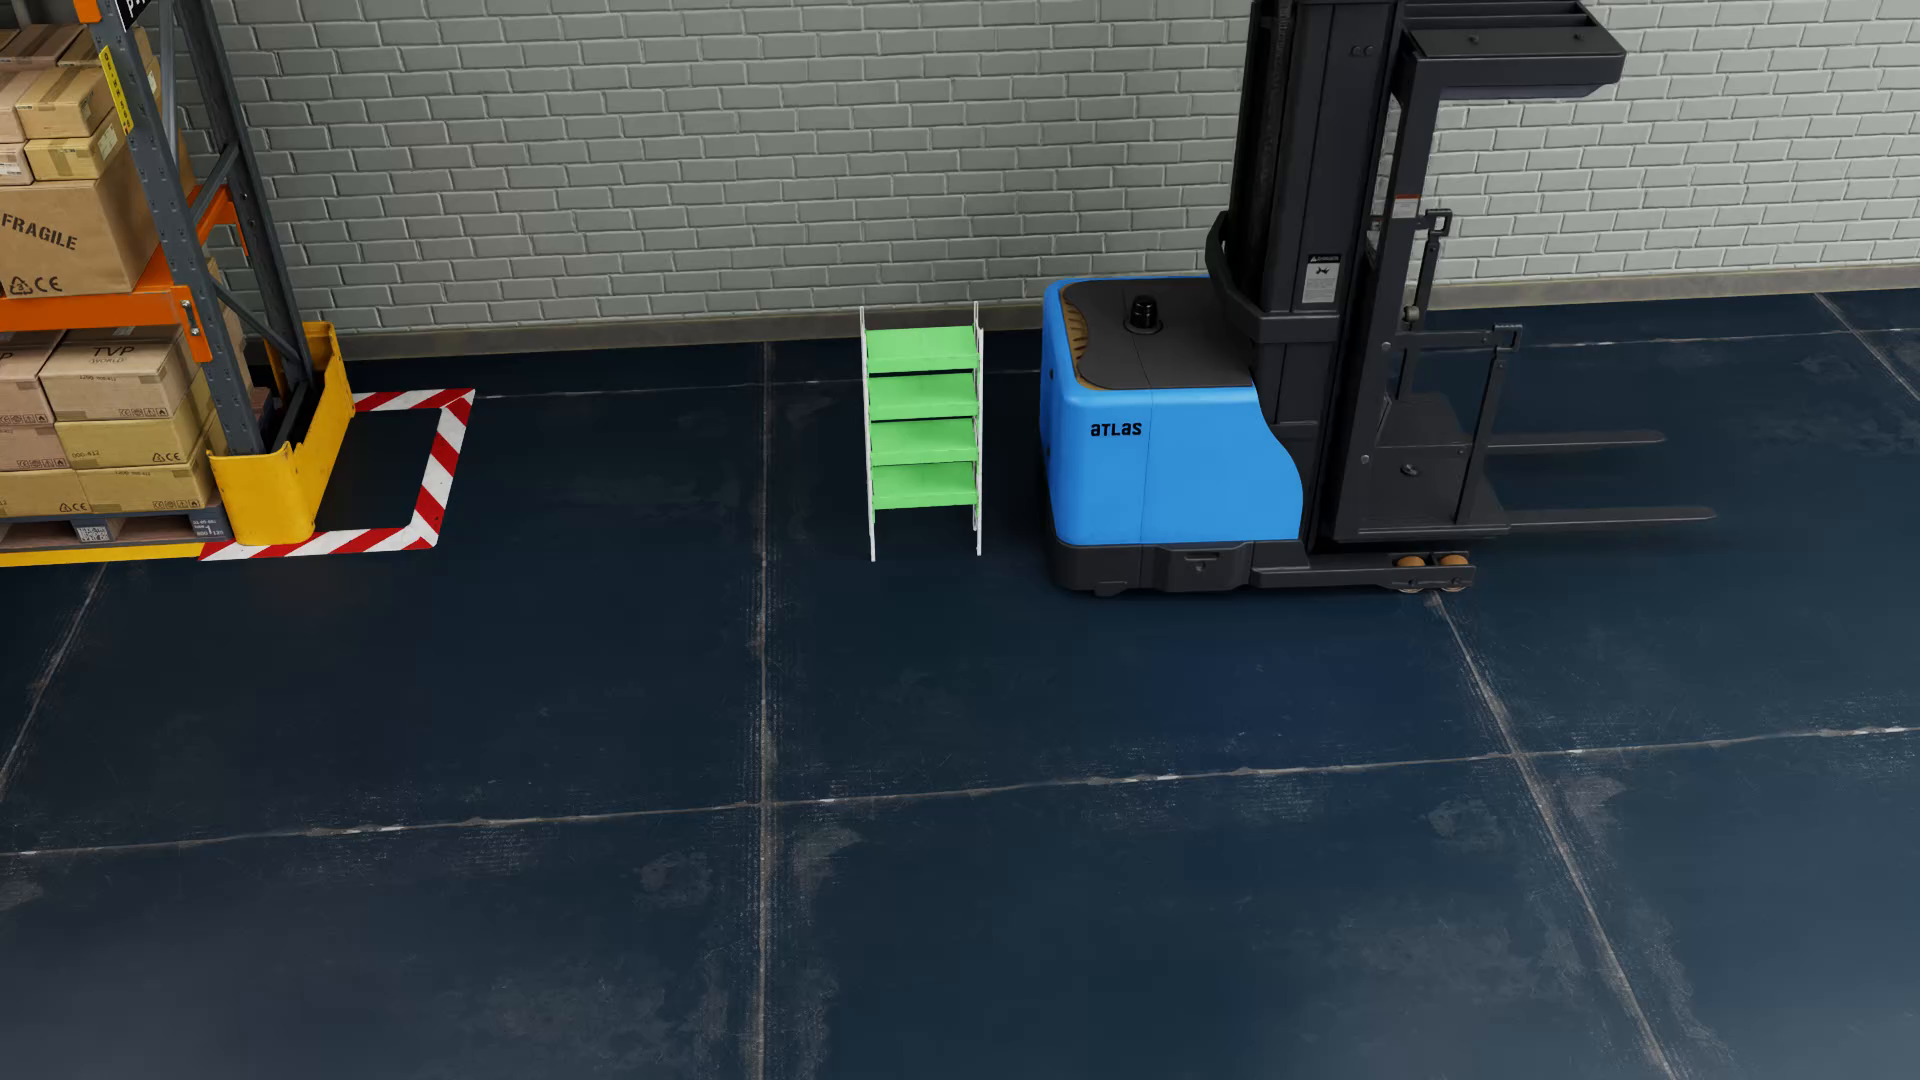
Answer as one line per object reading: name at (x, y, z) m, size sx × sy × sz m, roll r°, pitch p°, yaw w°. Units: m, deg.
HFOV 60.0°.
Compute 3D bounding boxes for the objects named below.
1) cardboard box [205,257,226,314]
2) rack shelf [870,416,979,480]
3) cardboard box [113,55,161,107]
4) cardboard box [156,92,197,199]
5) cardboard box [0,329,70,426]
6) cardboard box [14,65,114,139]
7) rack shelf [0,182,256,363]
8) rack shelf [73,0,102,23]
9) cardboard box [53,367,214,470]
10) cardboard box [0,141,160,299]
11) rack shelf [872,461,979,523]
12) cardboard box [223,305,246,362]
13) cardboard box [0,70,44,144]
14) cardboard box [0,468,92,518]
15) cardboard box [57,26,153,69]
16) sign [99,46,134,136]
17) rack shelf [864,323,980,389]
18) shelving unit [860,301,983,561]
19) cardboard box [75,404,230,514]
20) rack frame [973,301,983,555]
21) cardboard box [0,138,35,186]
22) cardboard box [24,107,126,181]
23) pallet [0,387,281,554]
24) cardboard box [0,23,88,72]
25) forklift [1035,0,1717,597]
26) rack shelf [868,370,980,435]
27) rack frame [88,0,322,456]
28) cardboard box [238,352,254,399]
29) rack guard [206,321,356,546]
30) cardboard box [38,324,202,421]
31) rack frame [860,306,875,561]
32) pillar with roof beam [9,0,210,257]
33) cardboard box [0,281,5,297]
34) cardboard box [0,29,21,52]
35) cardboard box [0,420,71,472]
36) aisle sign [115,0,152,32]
cardboard box at (-3.769, -1.082, 7.773) m, size 0.500 × 0.250 × 0.500 m, roll -4°, pitch 38°, yaw -5°
rack shelf at (-0.165, -0.412, 7.406) m, size 0.480 × 0.148 × 0.258 m, roll -3°, pitch 38°, yaw -4°
cardboard box at (-3.634, -1.949, 7.194) m, size 0.250 × 0.149 × 0.380 m, roll -4°, pitch 38°, yaw -5°
cardboard box at (-3.792, -1.697, 7.399) m, size 0.500 × 0.500 × 0.500 m, roll -2°, pitch 38°, yaw -3°
cardboard box at (-4.213, -0.742, 7.343) m, size 0.500 × 0.250 × 0.500 m, roll -2°, pitch 38°, yaw -3°
cardboard box at (-3.612, -1.775, 6.733) m, size 0.250 × 0.149 × 0.380 m, roll -3°, pitch 38°, yaw -4°
rack shelf at (-5.266, -1.122, 7.331) m, size 4.000 × 0.370 × 1.077 m, roll -3°, pitch 38°, yaw -4°
rack shelf at (-5.266, -2.299, 6.402) m, size 4.000 × 0.370 × 1.077 m, roll -3°, pitch 38°, yaw -4°
cardboard box at (-3.731, -0.576, 7.535) m, size 0.500 × 0.250 × 0.500 m, roll -4°, pitch 38°, yaw -5°
cardboard box at (-3.740, -1.364, 6.976) m, size 0.500 × 0.500 × 0.500 m, roll -4°, pitch 38°, yaw -5°
rack shelf at (-0.165, -0.223, 7.555) m, size 0.480 × 0.148 × 0.258 m, roll -3°, pitch 38°, yaw -4°
cardboard box at (-3.760, -0.898, 7.943) m, size 0.500 × 0.250 × 0.500 m, roll -2°, pitch 38°, yaw -3°
cardboard box at (-3.855, -1.742, 6.692) m, size 0.250 × 0.149 × 0.380 m, roll -3°, pitch 38°, yaw -4°
cardboard box at (-4.210, -0.357, 7.662) m, size 0.500 × 0.250 × 0.500 m, roll -3°, pitch 38°, yaw -4°
cardboard box at (-3.627, -2.038, 7.067) m, size 0.250 × 0.149 × 0.380 m, roll -4°, pitch 38°, yaw -5°
sign at (-3.239, -1.726, 6.390) m, size 0.005 × 0.325 × 0.100 m, roll -3°, pitch 38°, yaw -4°
rack shelf at (-0.165, -0.789, 7.109) m, size 0.480 × 0.148 × 0.258 m, roll -3°, pitch 38°, yaw -4°
shelving unit at (-0.165, -0.462, 7.367) m, size 0.503 × 1.200 × 0.258 m, roll -3°, pitch 38°, yaw -4°
cardboard box at (-3.714, -0.378, 7.689) m, size 0.500 × 0.250 × 0.500 m, roll -3°, pitch 38°, yaw -4°
rack frame at (0.078, -0.475, 7.384) m, size 0.015 × 1.200 × 0.240 m, roll -3°, pitch 38°, yaw -4°
cardboard box at (-3.846, -1.583, 6.731) m, size 0.250 × 0.149 × 0.380 m, roll -3°, pitch 38°, yaw -3°
cardboard box at (-3.594, -1.616, 6.772) m, size 0.250 × 0.149 × 0.380 m, roll -3°, pitch 38°, yaw -3°
pallet at (-4.032, -0.351, 8.025) m, size 1.213 × 0.211 × 1.003 m, roll -3°, pitch 38°, yaw -4°
cardboard box at (-3.897, -2.062, 7.097) m, size 0.250 × 0.149 × 0.380 m, roll -2°, pitch 38°, yaw -2°
forklift at (1.900, -1.240, 6.956) m, size 3.031 × 2.935 × 1.130 m, roll -2°, pitch 38°, yaw -2°
rack shelf at (-0.165, -0.600, 7.258) m, size 0.480 × 0.148 × 0.258 m, roll -3°, pitch 38°, yaw -4°
rack frame at (-3.274, -1.514, 7.247) m, size 0.127 × 3.000 × 1.000 m, roll -3°, pitch 38°, yaw -4°
cardboard box at (-3.780, -0.693, 8.087) m, size 0.500 × 0.250 × 0.500 m, roll -3°, pitch 38°, yaw -4°
rack guard at (-3.250, -0.534, 8.023) m, size 0.348 × 0.500 × 1.175 m, roll -3°, pitch 38°, yaw -4°
cardboard box at (-3.705, -0.774, 7.383) m, size 0.500 × 0.250 × 0.500 m, roll -2°, pitch 38°, yaw -2°
rack frame at (-0.408, -0.449, 7.350) m, size 0.015 × 1.200 × 0.240 m, roll -3°, pitch 38°, yaw -4°
pillar with roof beam at (-3.666, -1.731, 2.679) m, size 0.400 × 9.000 × 9.100 m, roll -3°, pitch 38°, yaw -4°
cardboard box at (-4.258, -1.341, 6.948) m, size 0.500 × 0.500 × 0.500 m, roll -2°, pitch 38°, yaw -3°
cardboard box at (-4.152, -2.021, 7.045) m, size 0.250 × 0.149 × 0.380 m, roll -2°, pitch 38°, yaw -3°
cardboard box at (-4.231, -0.555, 7.509) m, size 0.500 × 0.250 × 0.500 m, roll -3°, pitch 38°, yaw -4°
aisle sign at (-3.182, -2.357, 6.217) m, size 0.004 × 0.787 × 0.394 m, roll -3°, pitch 38°, yaw -4°
